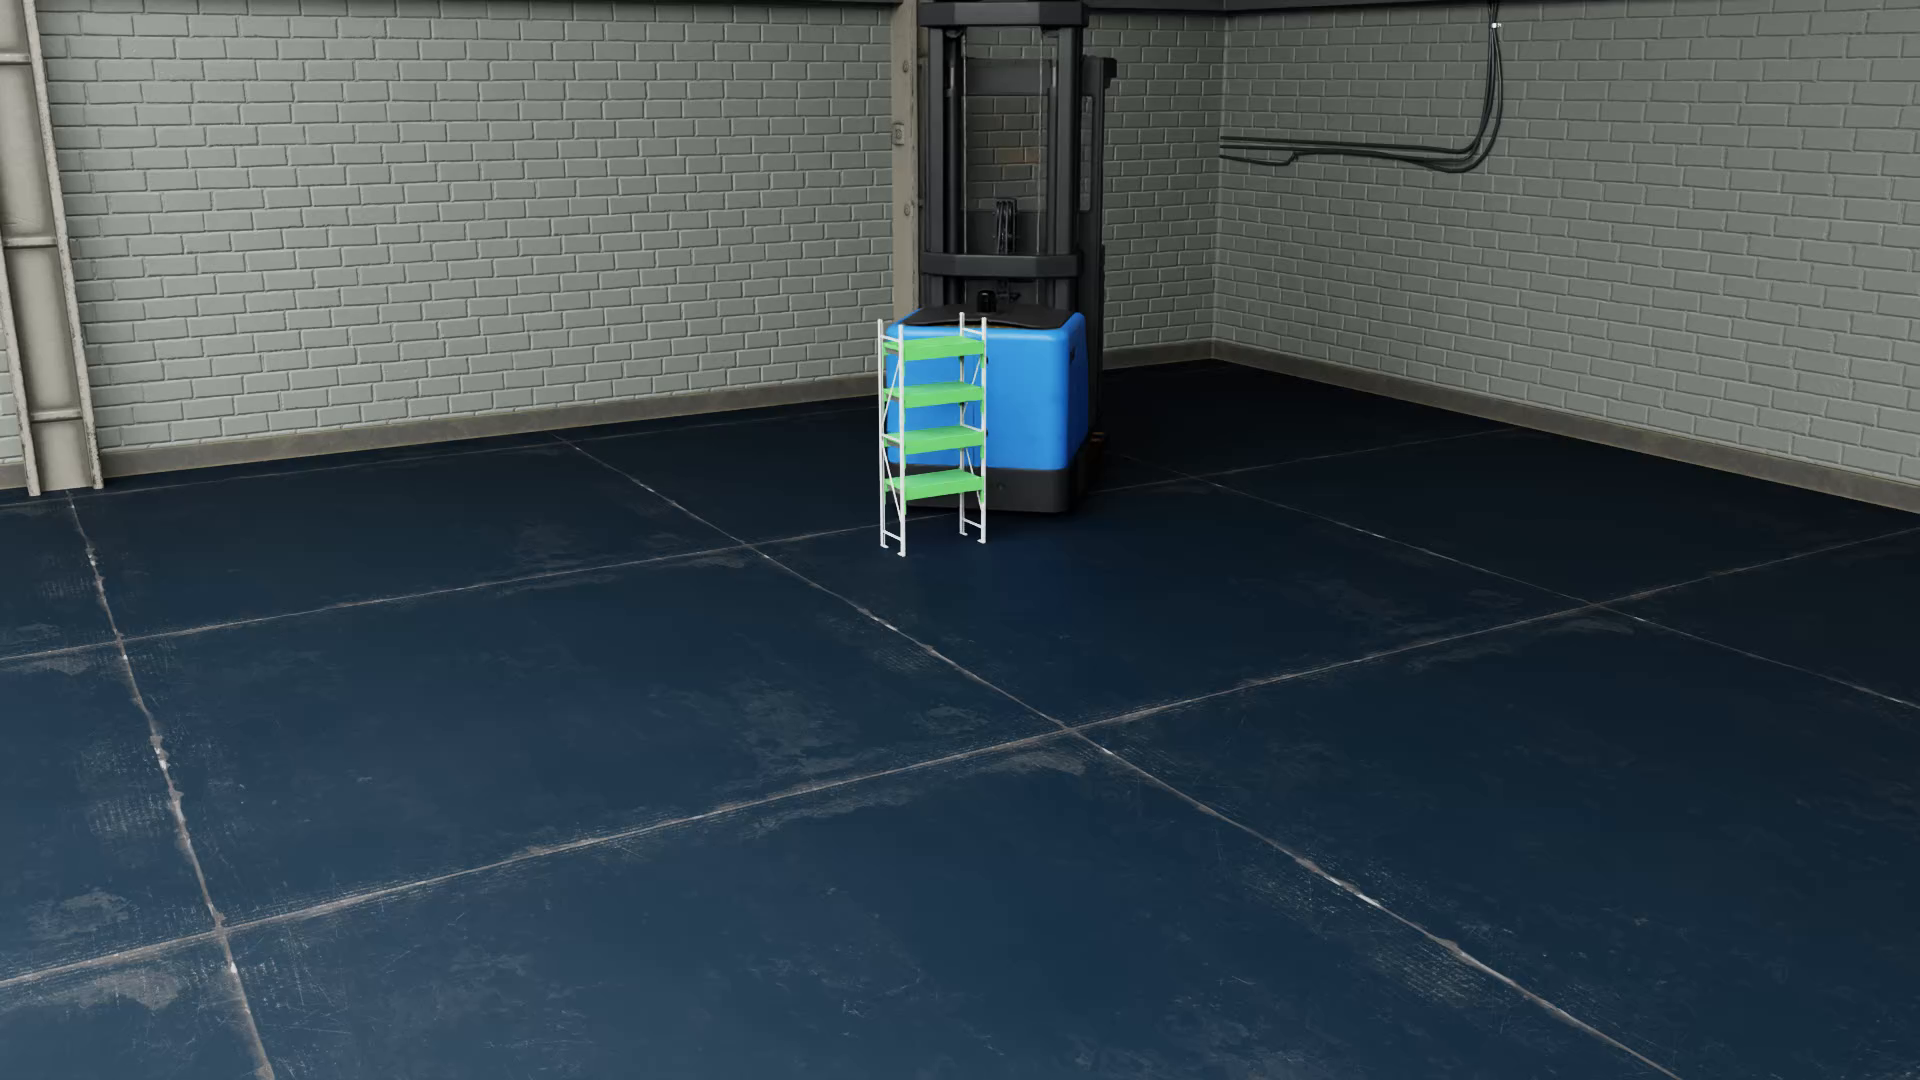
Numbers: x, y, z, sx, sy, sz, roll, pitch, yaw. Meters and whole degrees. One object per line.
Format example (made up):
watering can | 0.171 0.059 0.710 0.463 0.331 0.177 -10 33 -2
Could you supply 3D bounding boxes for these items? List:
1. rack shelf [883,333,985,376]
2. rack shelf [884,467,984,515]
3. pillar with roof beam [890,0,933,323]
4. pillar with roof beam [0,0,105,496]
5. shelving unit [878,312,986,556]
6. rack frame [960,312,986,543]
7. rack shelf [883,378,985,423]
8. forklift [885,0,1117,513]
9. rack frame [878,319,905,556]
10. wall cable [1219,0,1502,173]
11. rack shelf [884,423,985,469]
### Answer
rack shelf | -0.142 -0.955 8.553 0.480 0.148 0.258 -9 18 -30
rack shelf | -0.142 -0.262 8.748 0.480 0.148 0.258 -9 18 -30
pillar with roof beam | 1.950 -4.494 8.269 0.400 9.000 9.100 -9 18 -30
pillar with roof beam | -3.193 -3.660 5.293 0.400 9.000 9.100 -9 18 -30
shelving unit | -0.142 -0.555 8.666 0.503 1.200 0.258 -9 18 -30
rack frame | 0.067 -0.589 8.787 0.015 1.200 0.240 -9 18 -30
rack shelf | -0.142 -0.724 8.618 0.480 0.148 0.258 -9 18 -30
forklift | 0.361 -1.914 10.308 1.130 2.935 3.031 3 16 11
rack frame | -0.351 -0.521 8.545 0.015 1.200 0.240 -9 18 -30
wall cable | 2.939 -4.098 12.610 0.112 2.526 3.097 -9 18 -30
rack shelf | -0.142 -0.493 8.683 0.480 0.148 0.258 -9 18 -30
